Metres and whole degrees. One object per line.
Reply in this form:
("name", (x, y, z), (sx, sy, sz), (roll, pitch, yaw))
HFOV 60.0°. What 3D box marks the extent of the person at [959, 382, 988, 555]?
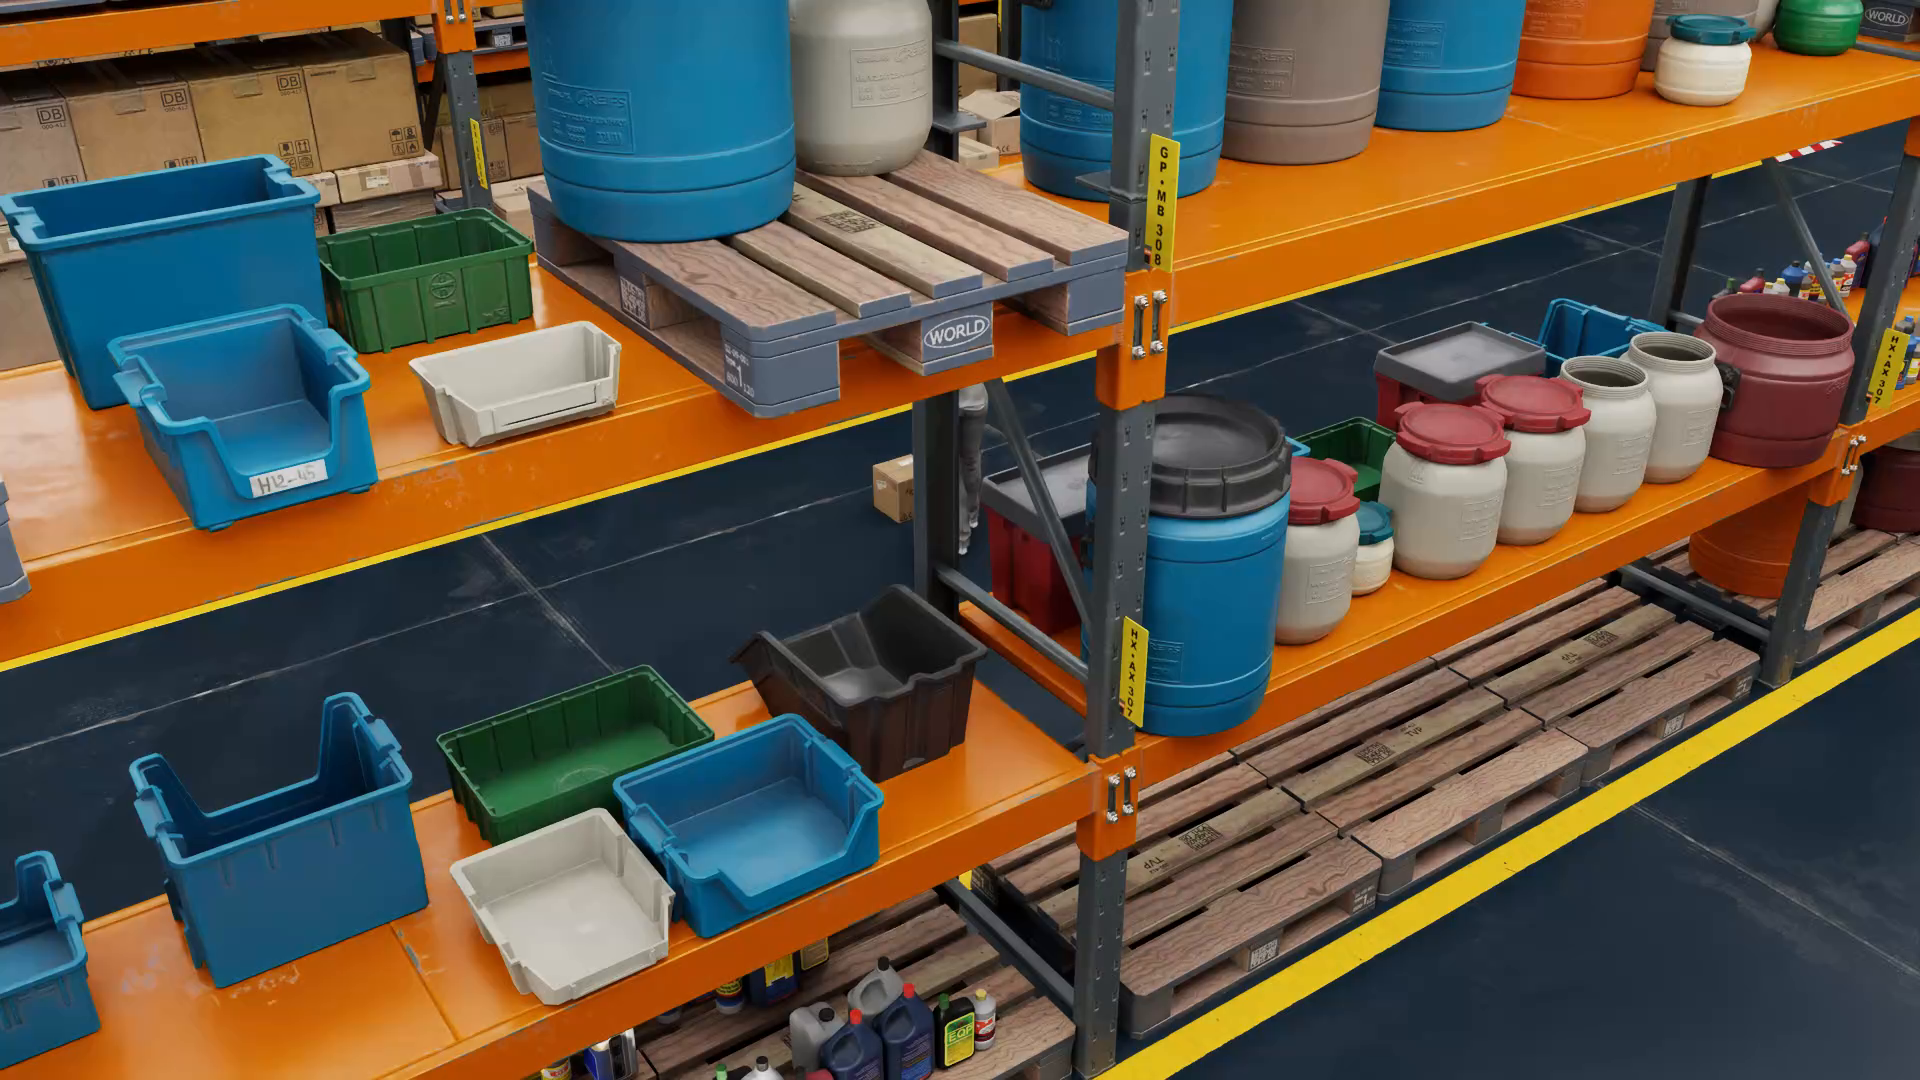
("person", (-0.034, -0.717, 8.408), (0.431, 1.603, 0.514), (-16, 33, -26))
